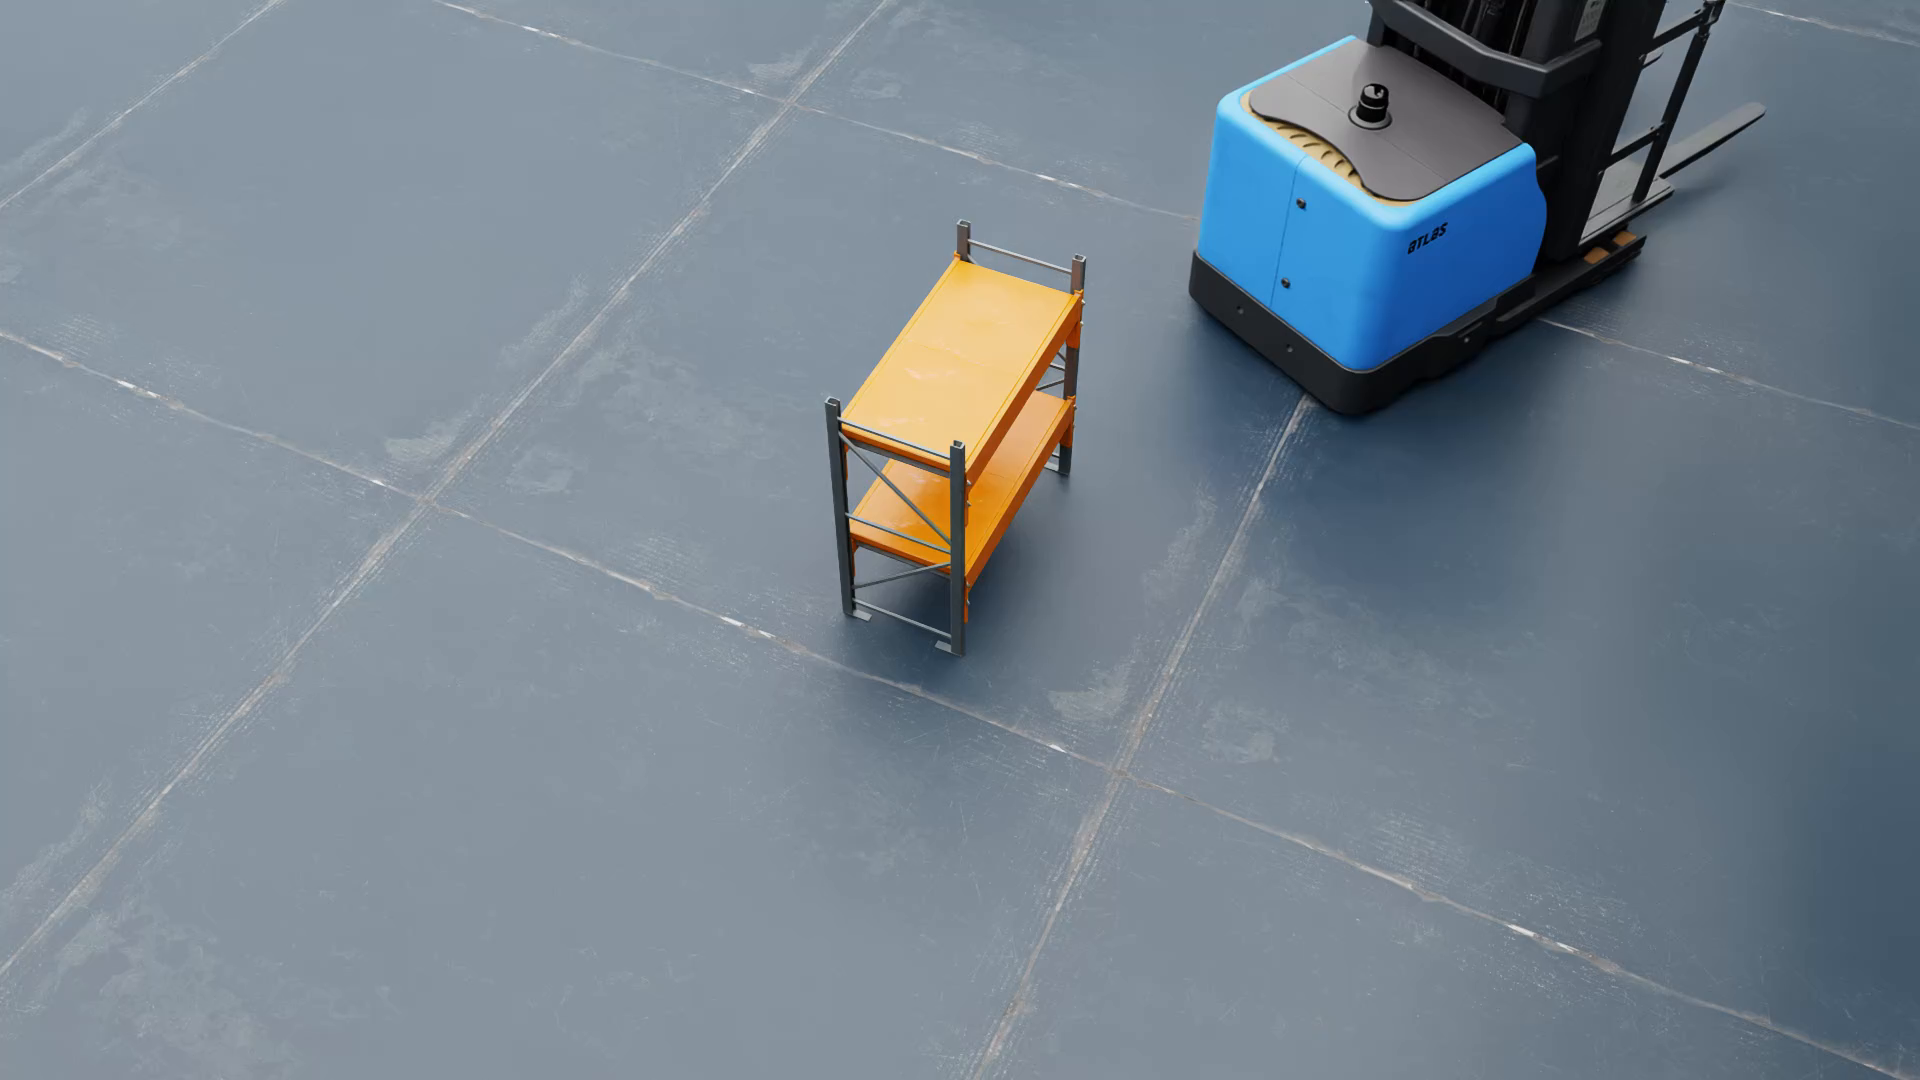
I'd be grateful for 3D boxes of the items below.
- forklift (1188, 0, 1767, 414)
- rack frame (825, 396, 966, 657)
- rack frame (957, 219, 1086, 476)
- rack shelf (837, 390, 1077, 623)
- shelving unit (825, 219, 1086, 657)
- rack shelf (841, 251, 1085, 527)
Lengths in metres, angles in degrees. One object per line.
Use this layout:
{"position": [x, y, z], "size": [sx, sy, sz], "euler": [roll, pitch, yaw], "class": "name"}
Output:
{"position": [2.501, -2.405, 6.687], "size": [3.031, 2.935, 1.130], "euler": [-30, 56, -23], "class": "forklift"}
{"position": [-0.214, -0.019, 5.843], "size": [0.500, 1.125, 0.032], "euler": [20, 52, 16], "class": "rack frame"}
{"position": [0.220, -0.719, 6.439], "size": [0.500, 1.125, 0.032], "euler": [20, 52, 16], "class": "rack frame"}
{"position": [0.003, -0.211, 6.327], "size": [0.538, 0.278, 1.000], "euler": [20, 52, 16], "class": "rack shelf"}
{"position": [0.003, -0.369, 6.141], "size": [0.538, 1.125, 1.048], "euler": [20, 52, 16], "class": "shelving unit"}
{"position": [0.003, -0.559, 5.918], "size": [0.538, 0.278, 1.000], "euler": [20, 52, 16], "class": "rack shelf"}
